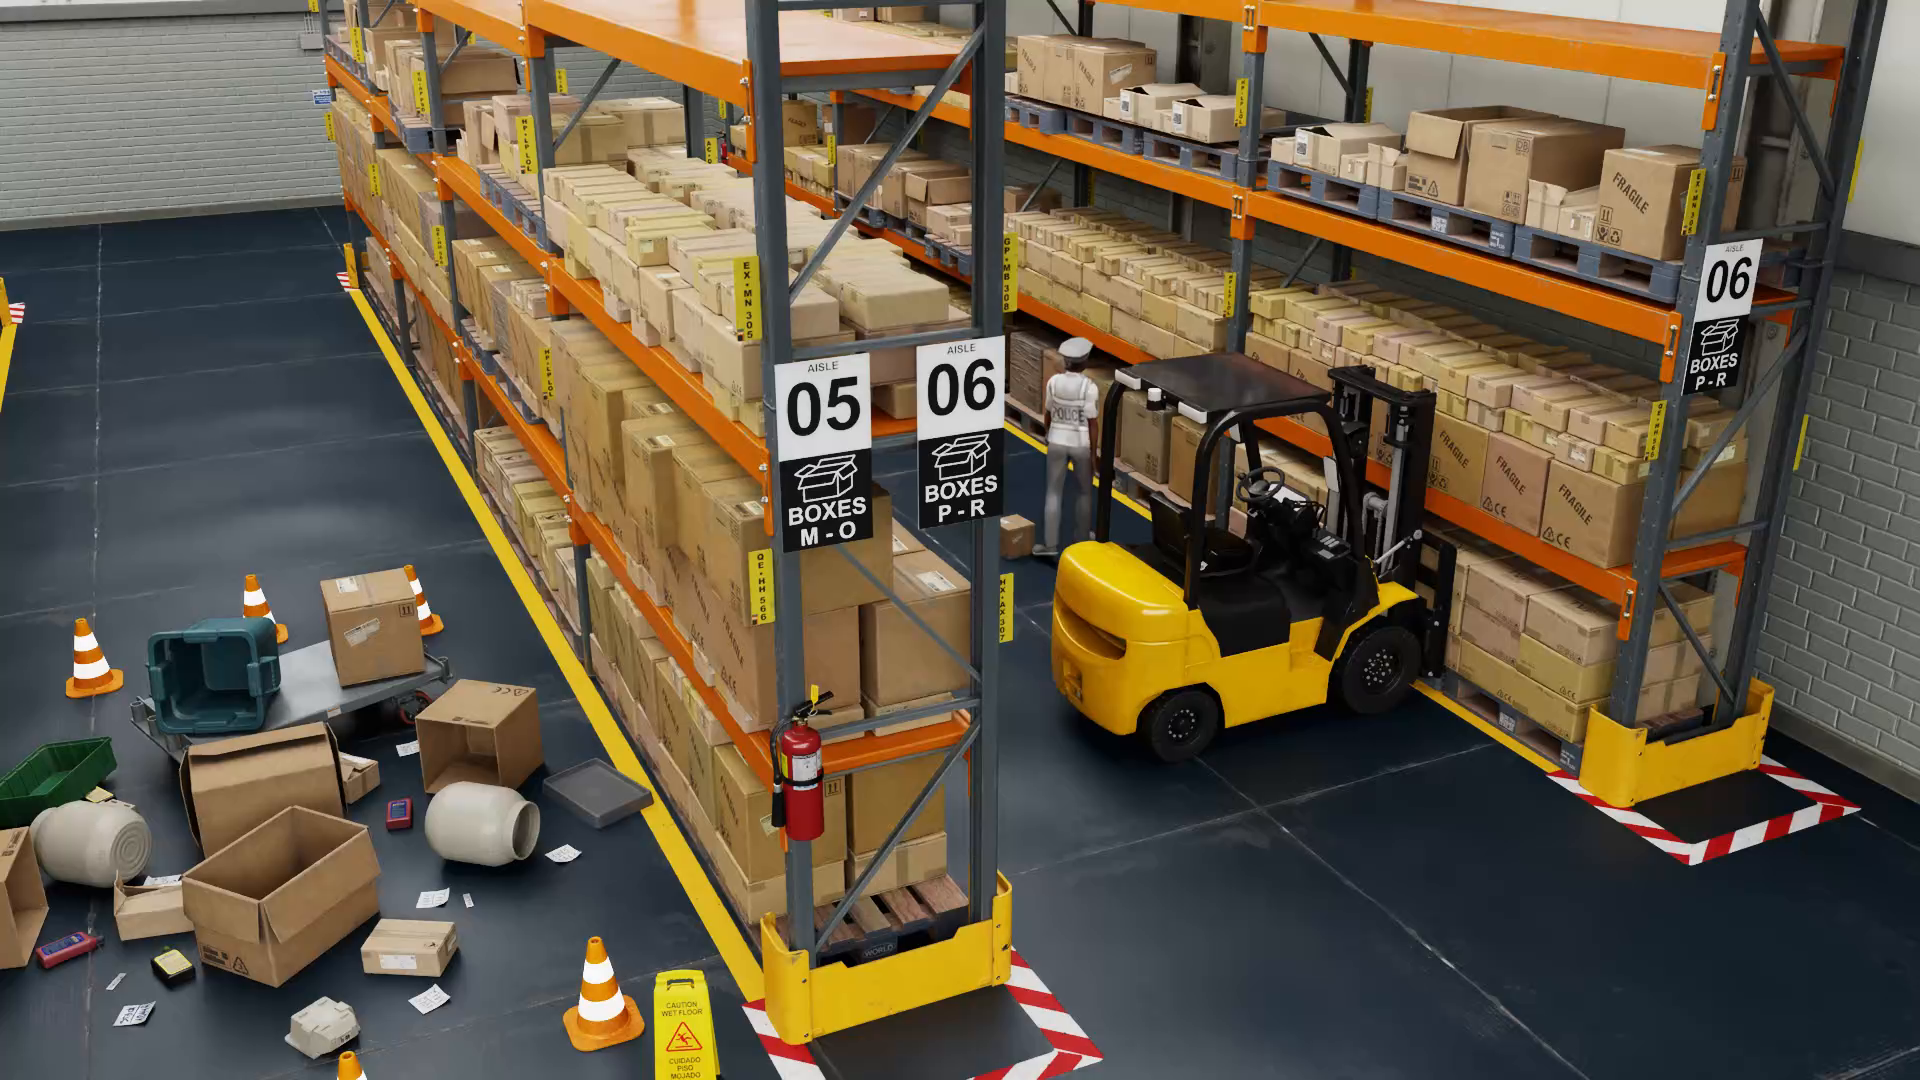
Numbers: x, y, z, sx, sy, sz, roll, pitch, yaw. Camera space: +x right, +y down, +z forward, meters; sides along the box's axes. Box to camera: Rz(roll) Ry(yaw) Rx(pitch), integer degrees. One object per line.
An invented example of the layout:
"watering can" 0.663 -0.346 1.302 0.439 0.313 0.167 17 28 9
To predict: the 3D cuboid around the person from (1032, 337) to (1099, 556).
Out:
"person" 0.830 -0.698 12.650 0.467 1.680 0.630 7 23 17
